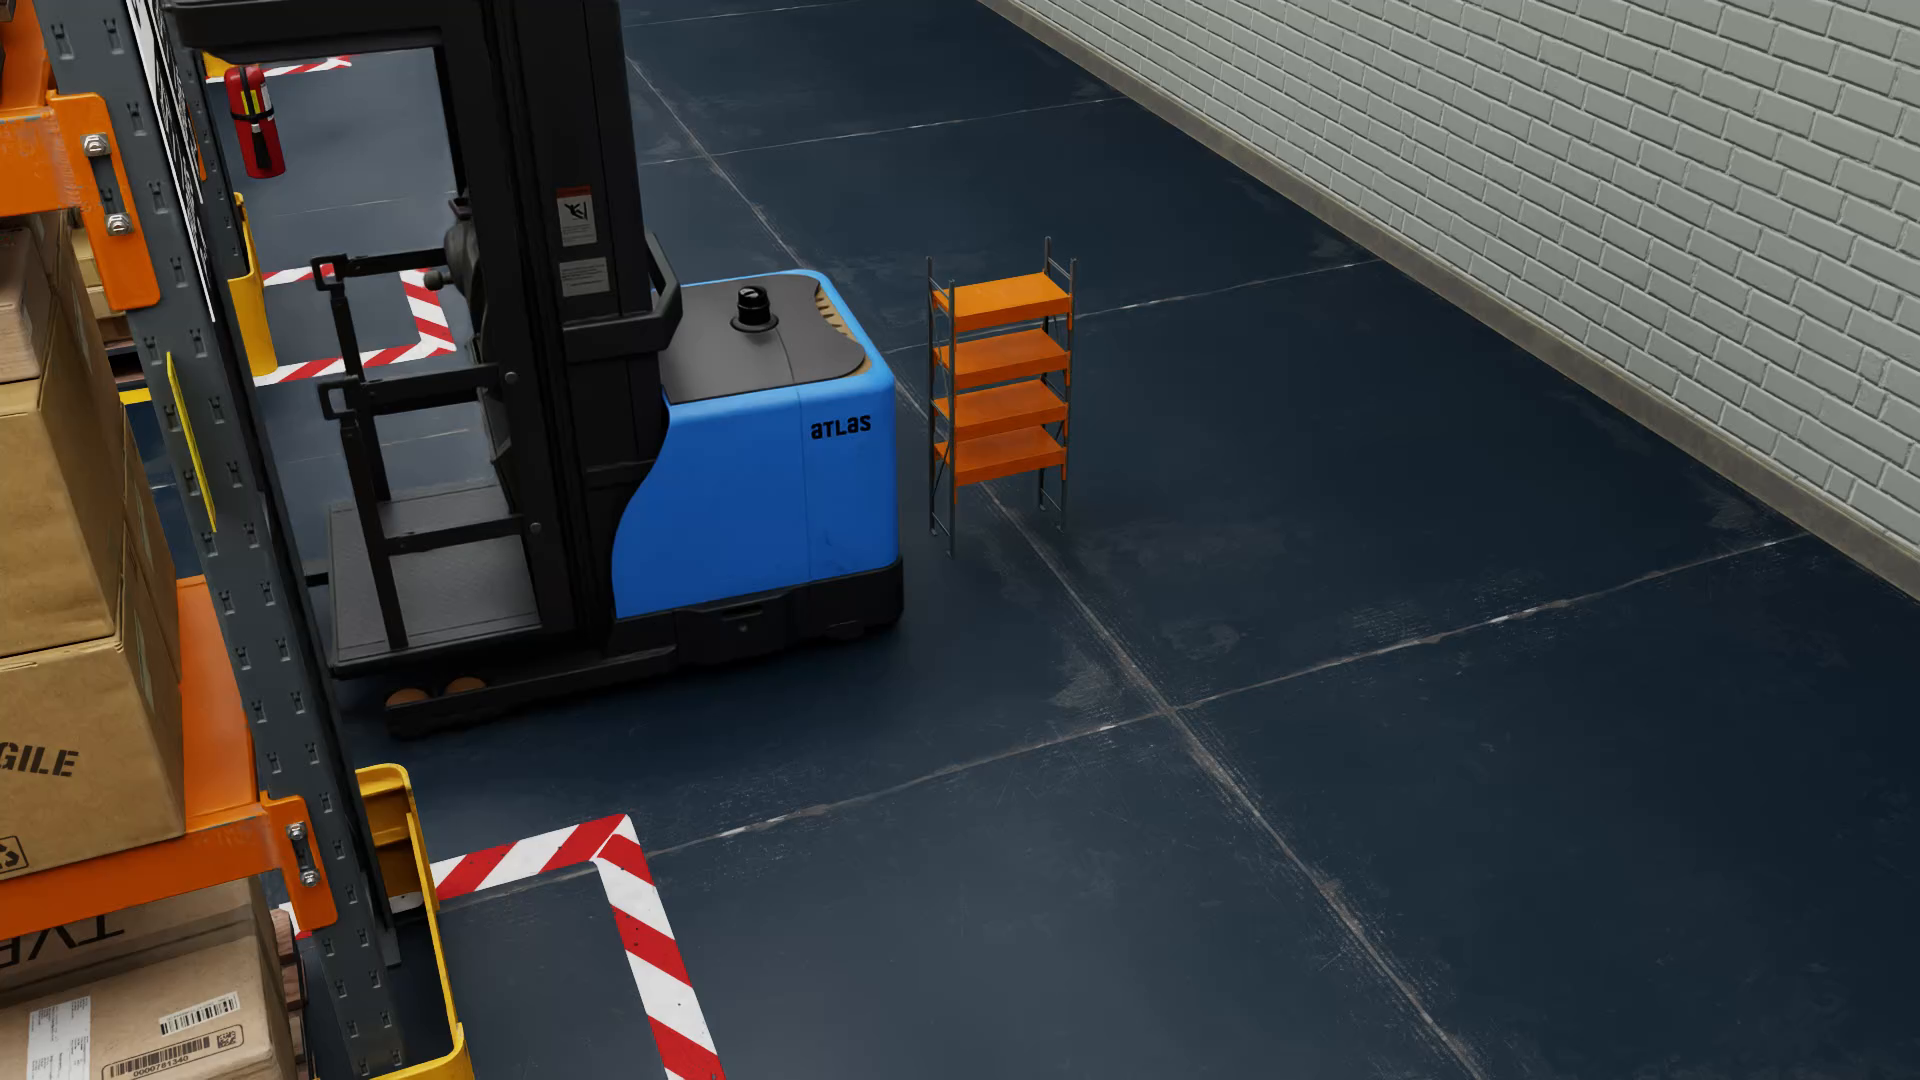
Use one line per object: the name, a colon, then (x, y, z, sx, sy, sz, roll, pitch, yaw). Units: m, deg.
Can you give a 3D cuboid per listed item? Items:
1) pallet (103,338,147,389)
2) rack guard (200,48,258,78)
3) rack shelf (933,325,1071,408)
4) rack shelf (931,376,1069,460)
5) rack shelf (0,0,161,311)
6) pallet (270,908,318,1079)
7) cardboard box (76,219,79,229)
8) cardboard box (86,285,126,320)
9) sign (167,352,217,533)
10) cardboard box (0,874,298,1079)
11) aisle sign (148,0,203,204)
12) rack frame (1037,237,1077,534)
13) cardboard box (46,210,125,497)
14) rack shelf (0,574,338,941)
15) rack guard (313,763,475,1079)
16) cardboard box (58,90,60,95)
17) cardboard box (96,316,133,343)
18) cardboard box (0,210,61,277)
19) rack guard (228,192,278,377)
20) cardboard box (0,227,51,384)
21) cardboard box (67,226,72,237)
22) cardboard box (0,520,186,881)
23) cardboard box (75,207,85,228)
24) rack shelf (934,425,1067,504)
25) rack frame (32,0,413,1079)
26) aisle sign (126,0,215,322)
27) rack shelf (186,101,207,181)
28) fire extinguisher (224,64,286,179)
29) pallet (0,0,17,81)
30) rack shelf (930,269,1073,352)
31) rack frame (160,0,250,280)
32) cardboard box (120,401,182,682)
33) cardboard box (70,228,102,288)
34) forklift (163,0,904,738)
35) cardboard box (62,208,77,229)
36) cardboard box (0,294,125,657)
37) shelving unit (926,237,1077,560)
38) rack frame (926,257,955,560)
pallet: (-4.419, -0.994, 8.084, 1.213, 0.211, 1.003, -13, 35, -19)
rack guard: (-5.391, -3.805, 12.140, 0.348, 0.500, 1.175, -13, 35, -19)
rack shelf: (0.153, -0.669, 6.391, 0.480, 0.148, 0.258, -13, 35, -19)
rack shelf: (0.153, -0.481, 6.513, 0.480, 0.148, 0.258, -13, 35, -19)
rack shelf: (-3.421, -0.398, 2.521, 4.000, 0.370, 1.077, -13, 35, -19)
pallet: (-2.284, 1.512, 4.232, 1.213, 0.211, 1.003, -13, 35, -19)
cardboard box: (-4.443, -1.427, 8.149, 0.250, 0.149, 0.380, -13, 35, -19)
cardboard box: (-3.962, -1.183, 7.774, 0.250, 0.149, 0.380, -14, 36, -20)
sign: (-1.379, -0.173, 2.987, 0.005, 0.325, 0.100, -13, 35, -19)
cardboard box: (-2.146, 1.223, 4.084, 0.875, 0.438, 0.875, -14, 36, -21)
aisle sign: (-1.623, -1.115, 3.330, 0.004, 0.787, 0.394, -13, 35, -19)
rack frame: (0.378, -0.589, 6.556, 0.015, 1.200, 0.240, -13, 35, -19)
cardboard box: (-2.129, -0.368, 3.556, 0.500, 0.500, 0.500, -14, 35, -20)
rack shelf: (-3.421, 0.859, 3.339, 4.000, 0.370, 1.077, -13, 35, -19)
rack guard: (-1.554, 1.178, 4.481, 0.348, 0.500, 1.175, -13, 35, -19)
cardboard box: (-4.021, -1.983, 7.277, 0.250, 0.149, 0.380, -13, 35, -19)
cardboard box: (-3.991, -1.098, 7.915, 0.250, 0.149, 0.380, -12, 35, -18)
cardboard box: (-2.011, -0.662, 3.414, 0.250, 0.149, 0.380, -12, 35, -18)
rack guard: (-3.656, -1.269, 8.241, 0.348, 0.500, 1.175, -13, 35, -19)
cardboard box: (-1.830, -0.421, 3.044, 0.250, 0.149, 0.380, -12, 35, -18)
cardboard box: (-4.230, -1.300, 7.680, 0.250, 0.149, 0.380, -12, 35, -18)
cardboard box: (-1.919, 0.328, 3.403, 0.500, 0.500, 0.500, -13, 35, -19)
cardboard box: (-4.201, -1.623, 8.178, 0.250, 0.149, 0.380, -15, 36, -21)
rack shelf: (0.153, -0.315, 6.621, 0.480, 0.148, 0.258, -13, 35, -19)
rack frame: (-1.577, 0.135, 3.792, 0.127, 3.000, 1.000, -13, 35, -19)
aisle sign: (-1.390, -0.814, 2.866, 0.004, 0.787, 0.394, -13, 35, -19)
rack shelf: (-5.430, -1.609, 7.132, 4.000, 0.370, 1.077, -13, 35, -19)
fire extinguisher: (-3.175, -1.965, 7.432, 0.183, 0.674, 0.296, -13, 35, -19)
pallet: (-2.257, -0.923, 2.749, 1.213, 0.211, 1.003, -13, 35, -19)
rack shelf: (0.153, -0.867, 6.262, 0.480, 0.148, 0.258, -13, 35, -19)
rack frame: (-3.586, -2.333, 7.584, 0.127, 3.000, 1.000, -13, 35, -19)
cardboard box: (-2.130, 0.050, 3.831, 0.500, 0.500, 0.500, -13, 35, -19)
cardboard box: (-3.976, -1.324, 7.718, 0.250, 0.149, 0.380, -12, 35, -18)
forklift: (-1.783, -0.876, 5.408, 3.031, 2.935, 1.130, -11, 35, -16)
cardboard box: (-4.408, -1.504, 7.995, 0.250, 0.149, 0.380, -12, 35, -18)
cardboard box: (-1.929, -0.104, 3.151, 0.500, 0.500, 0.500, -12, 35, -17)
shelving unit: (0.153, -0.538, 6.476, 0.503, 1.200, 0.258, -13, 35, -19)
rack frame: (-0.072, -0.486, 6.397, 0.015, 1.200, 0.240, -13, 35, -19)
